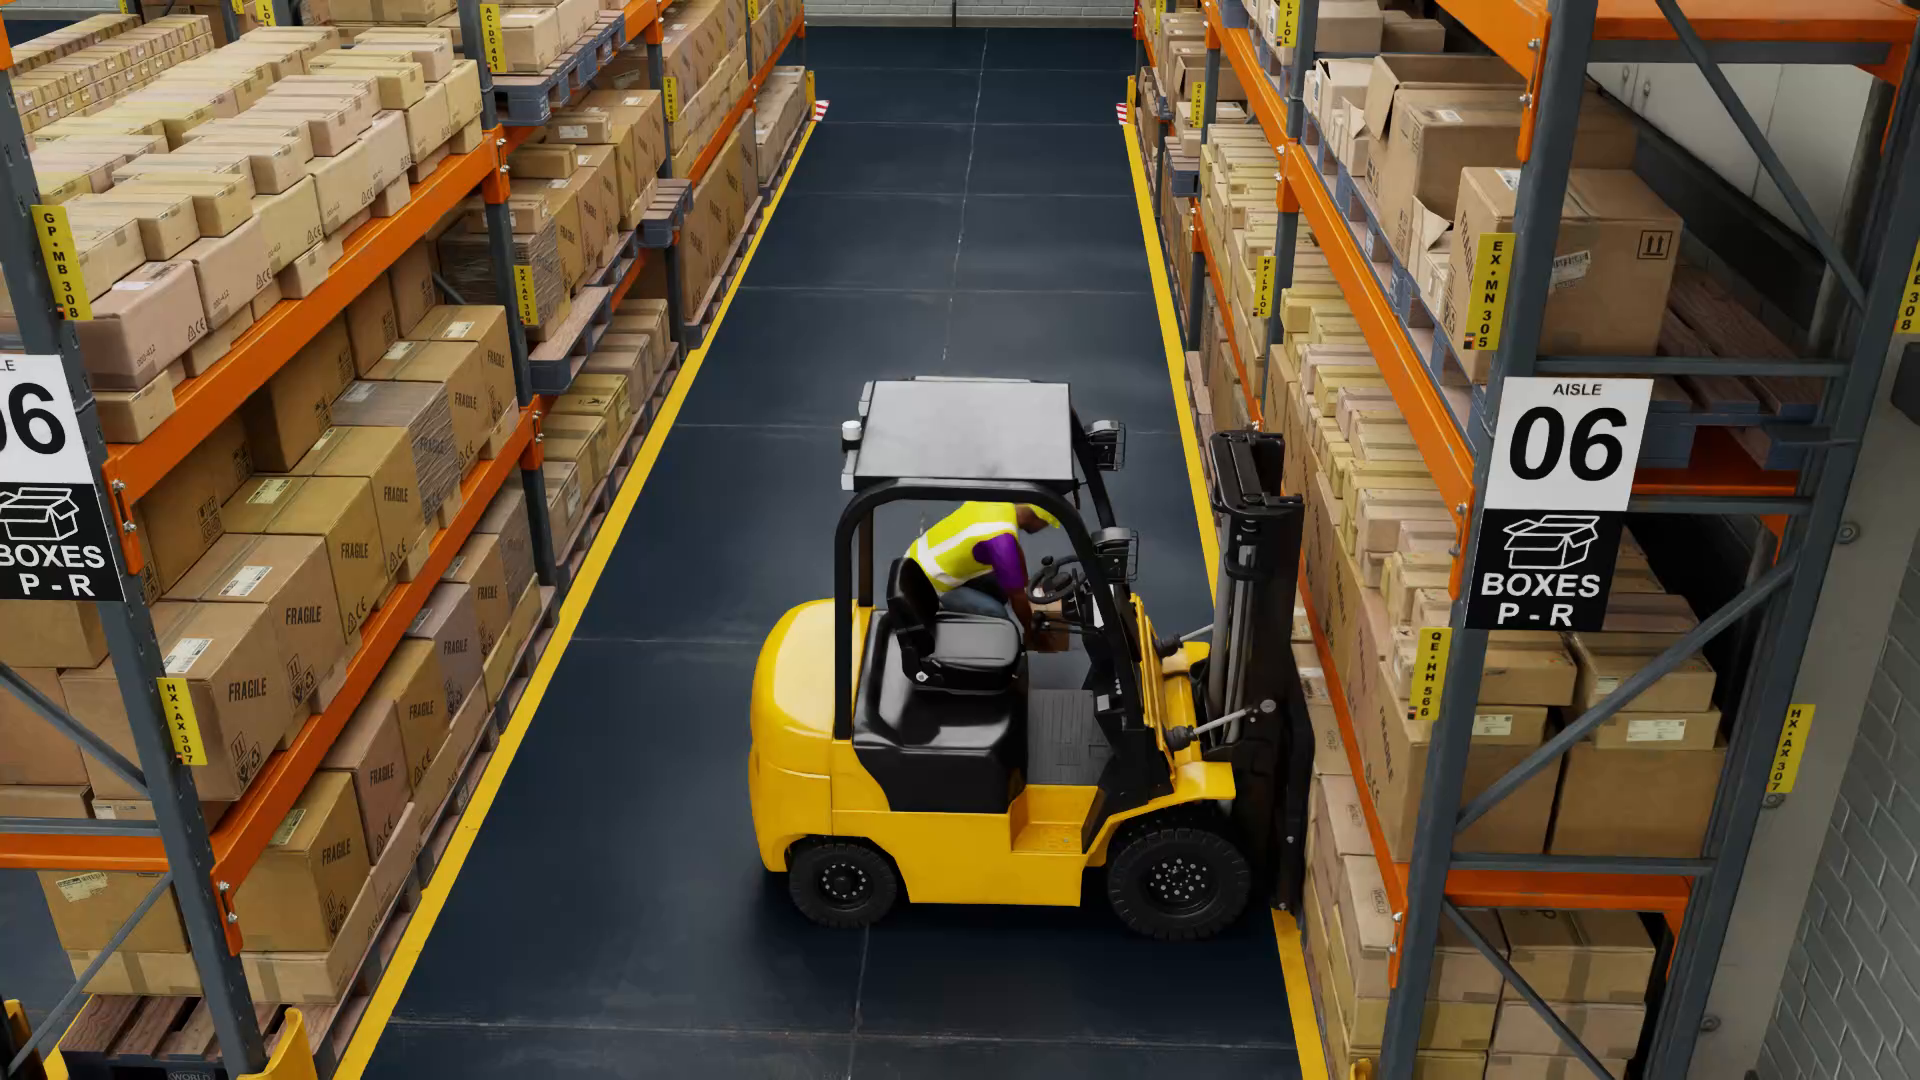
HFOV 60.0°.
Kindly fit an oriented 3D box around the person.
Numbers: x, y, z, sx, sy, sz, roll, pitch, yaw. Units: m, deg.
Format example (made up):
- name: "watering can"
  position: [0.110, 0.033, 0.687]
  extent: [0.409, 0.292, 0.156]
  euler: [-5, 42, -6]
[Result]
- name: "person"
  position: [0.113, 0.200, 8.923]
  extent: [0.860, 1.112, 0.603]
  euler: [1, 28, 2]
